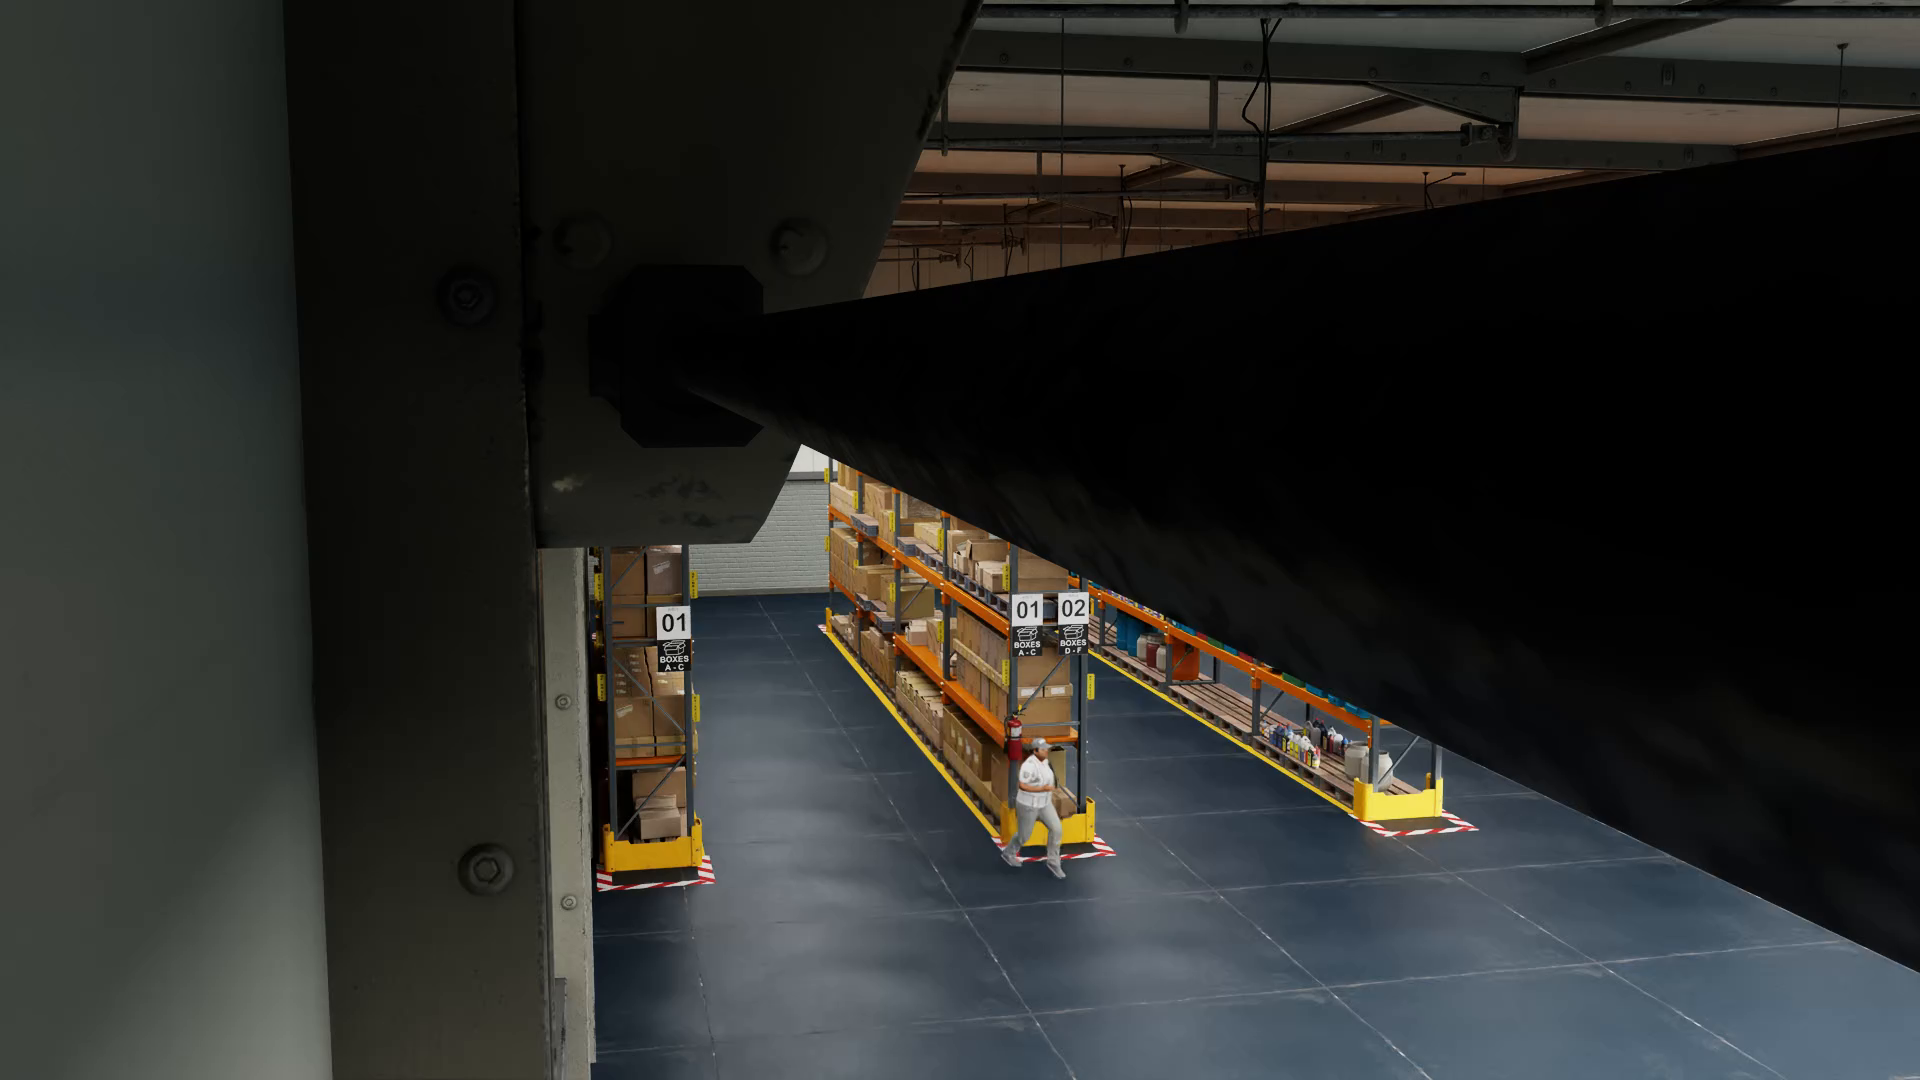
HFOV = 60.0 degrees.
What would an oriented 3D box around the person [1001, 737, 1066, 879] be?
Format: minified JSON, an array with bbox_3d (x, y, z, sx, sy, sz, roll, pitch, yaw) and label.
[{"bbox_3d":[0.868,3.174,19.824,0.836,1.700,0.626,6,9,40],"label":"person"}]
